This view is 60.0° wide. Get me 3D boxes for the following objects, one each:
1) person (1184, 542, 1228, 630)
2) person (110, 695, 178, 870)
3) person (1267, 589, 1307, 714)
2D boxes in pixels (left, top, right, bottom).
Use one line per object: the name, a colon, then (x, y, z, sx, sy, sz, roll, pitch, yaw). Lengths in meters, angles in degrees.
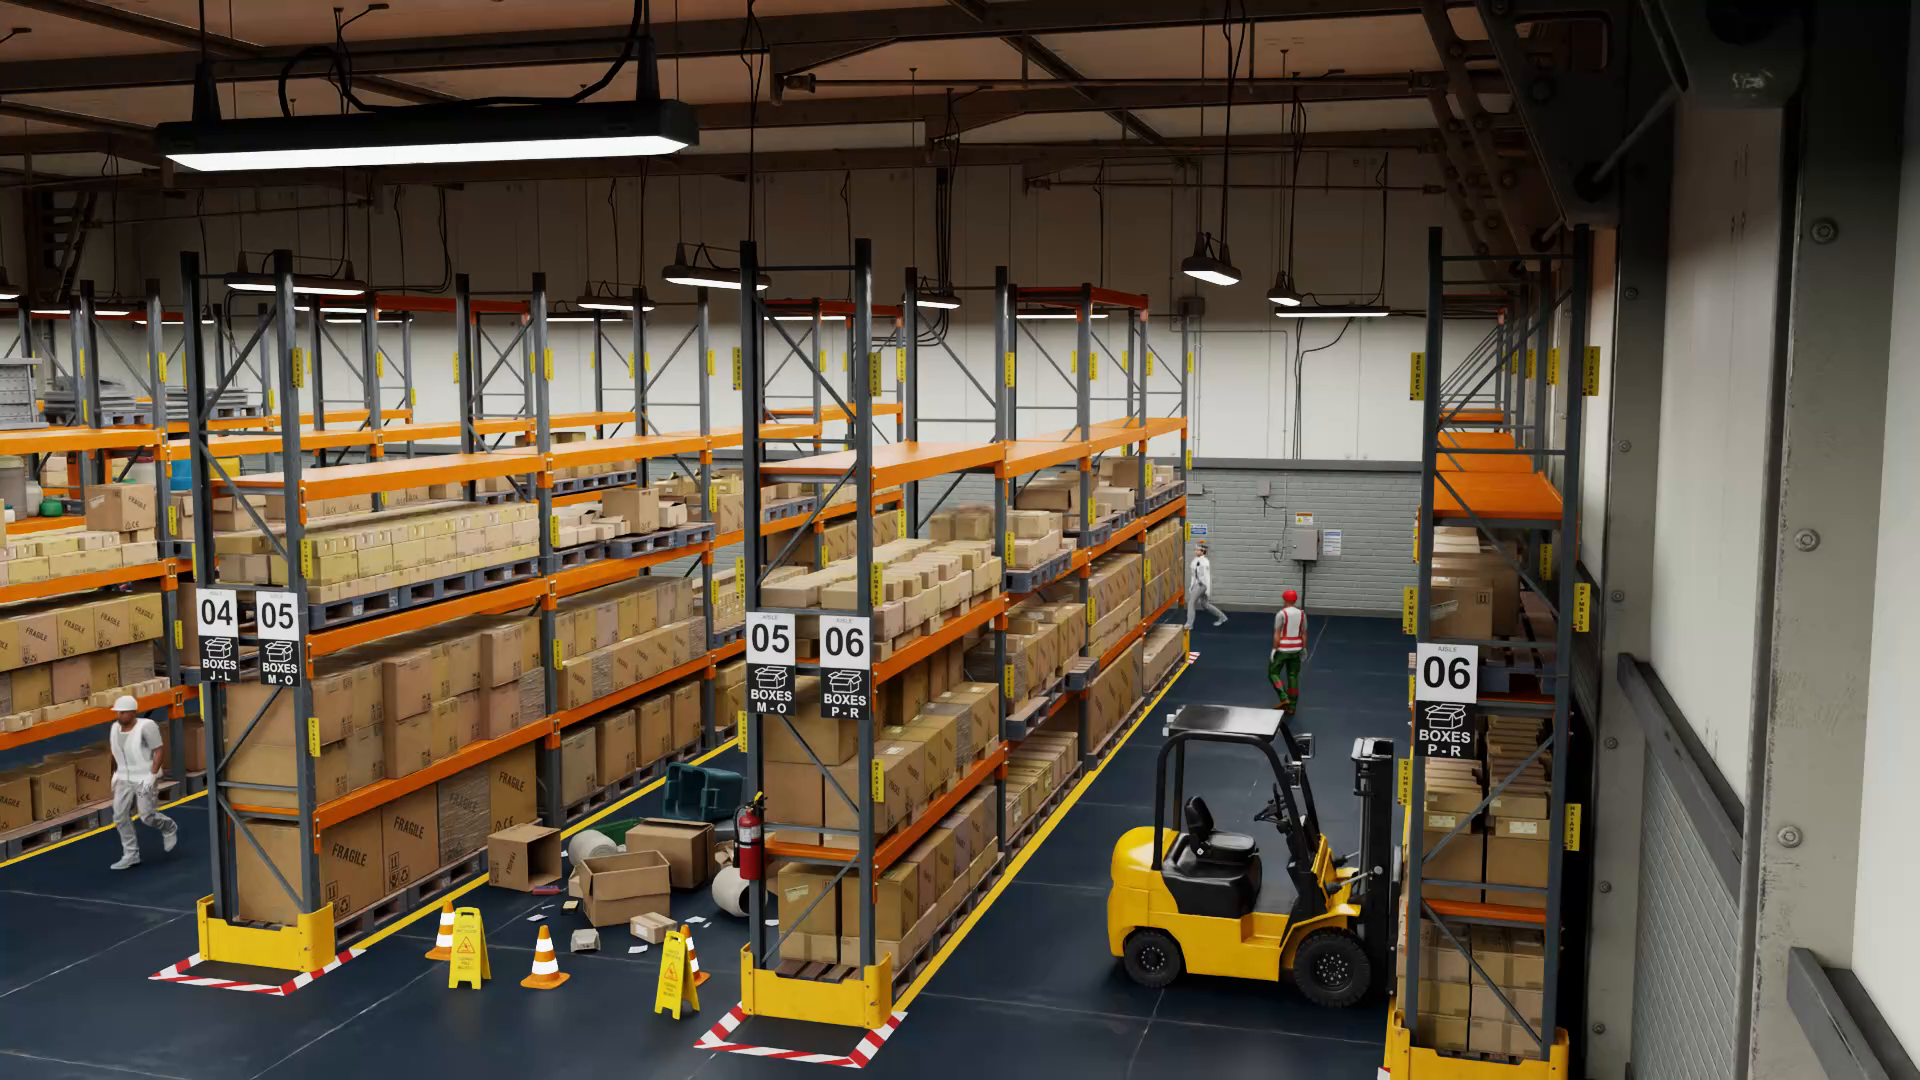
person: (4.559, 0.852, 31.137, 0.938, 1.644, 0.466, 1, 6, 6)
person: (-8.319, 2.415, 16.879, 0.640, 1.761, 0.665, 2, 7, 14)
person: (4.744, 1.584, 23.909, 0.593, 1.744, 0.485, -2, 7, -20)
